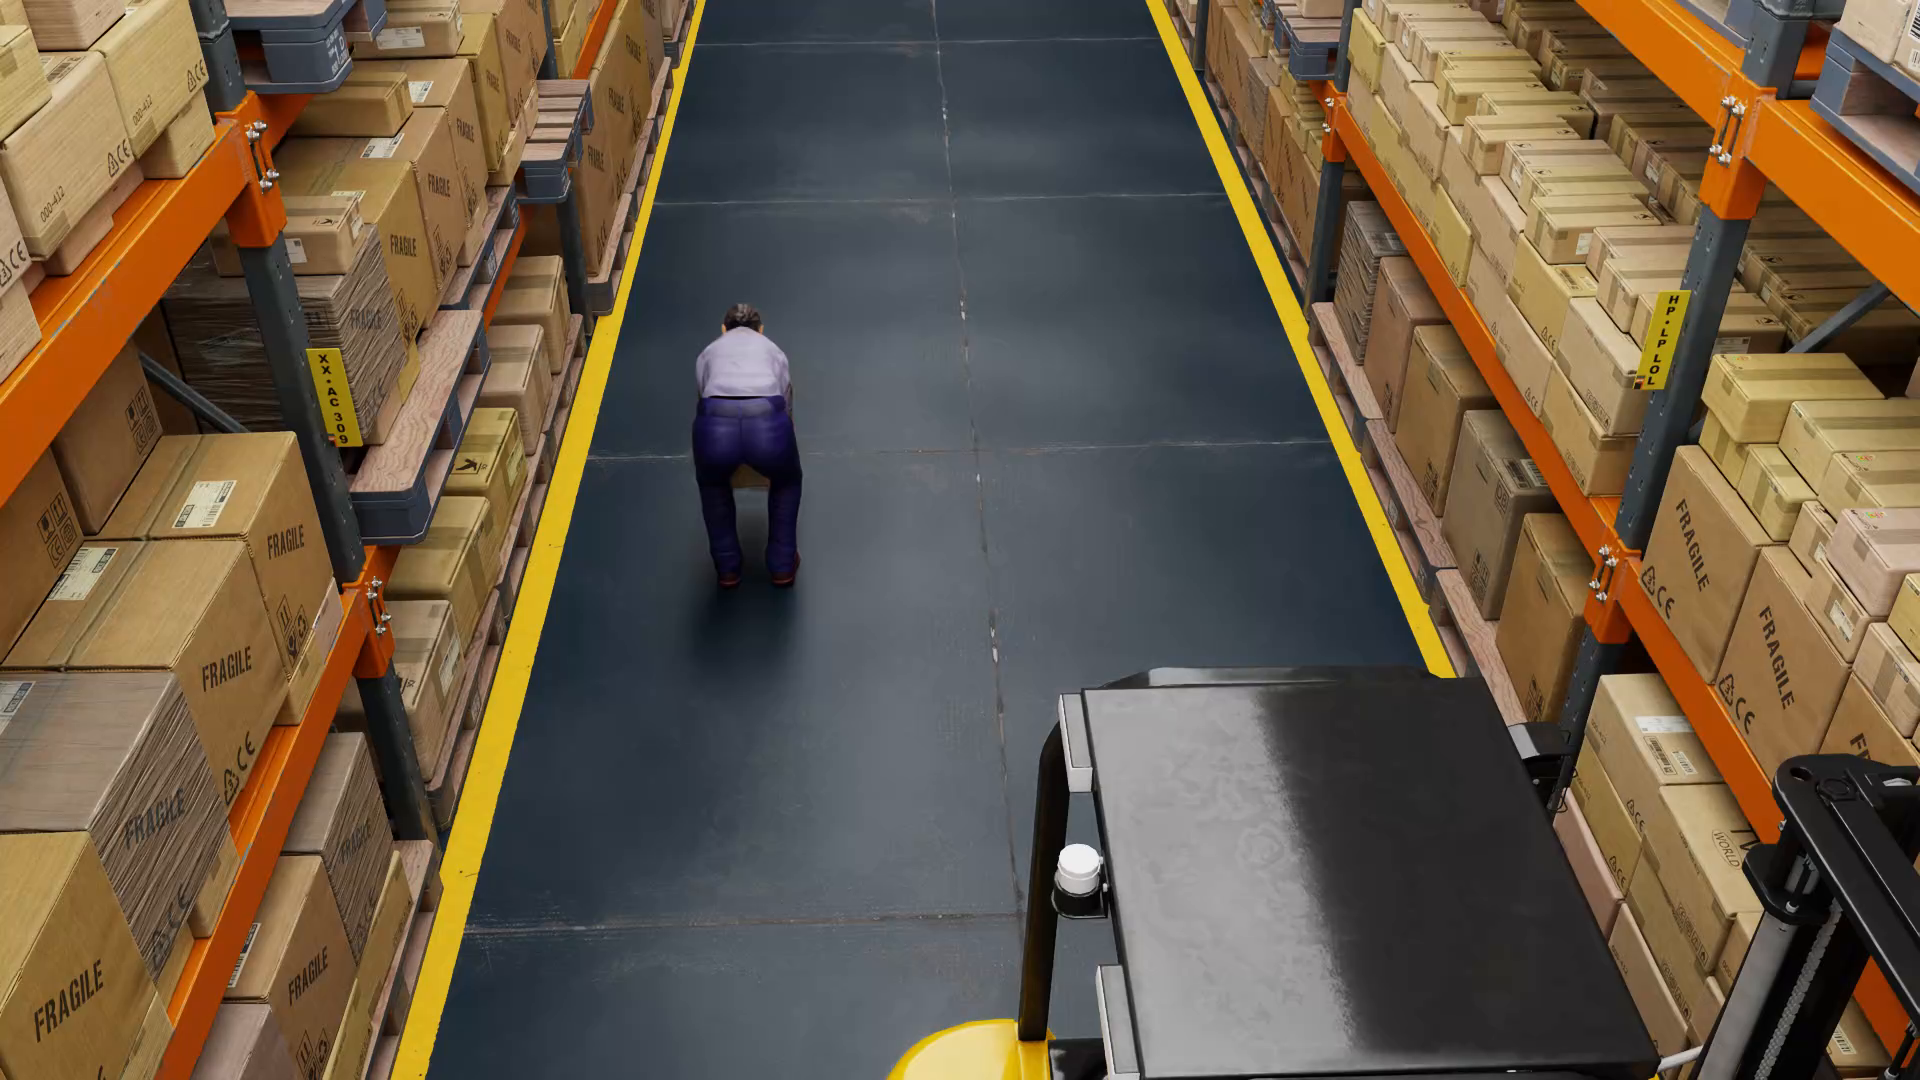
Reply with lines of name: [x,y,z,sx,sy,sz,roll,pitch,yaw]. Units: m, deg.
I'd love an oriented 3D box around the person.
person: [-0.915,-0.386,7.202,0.456,1.072,0.903,-3,36,-4]
